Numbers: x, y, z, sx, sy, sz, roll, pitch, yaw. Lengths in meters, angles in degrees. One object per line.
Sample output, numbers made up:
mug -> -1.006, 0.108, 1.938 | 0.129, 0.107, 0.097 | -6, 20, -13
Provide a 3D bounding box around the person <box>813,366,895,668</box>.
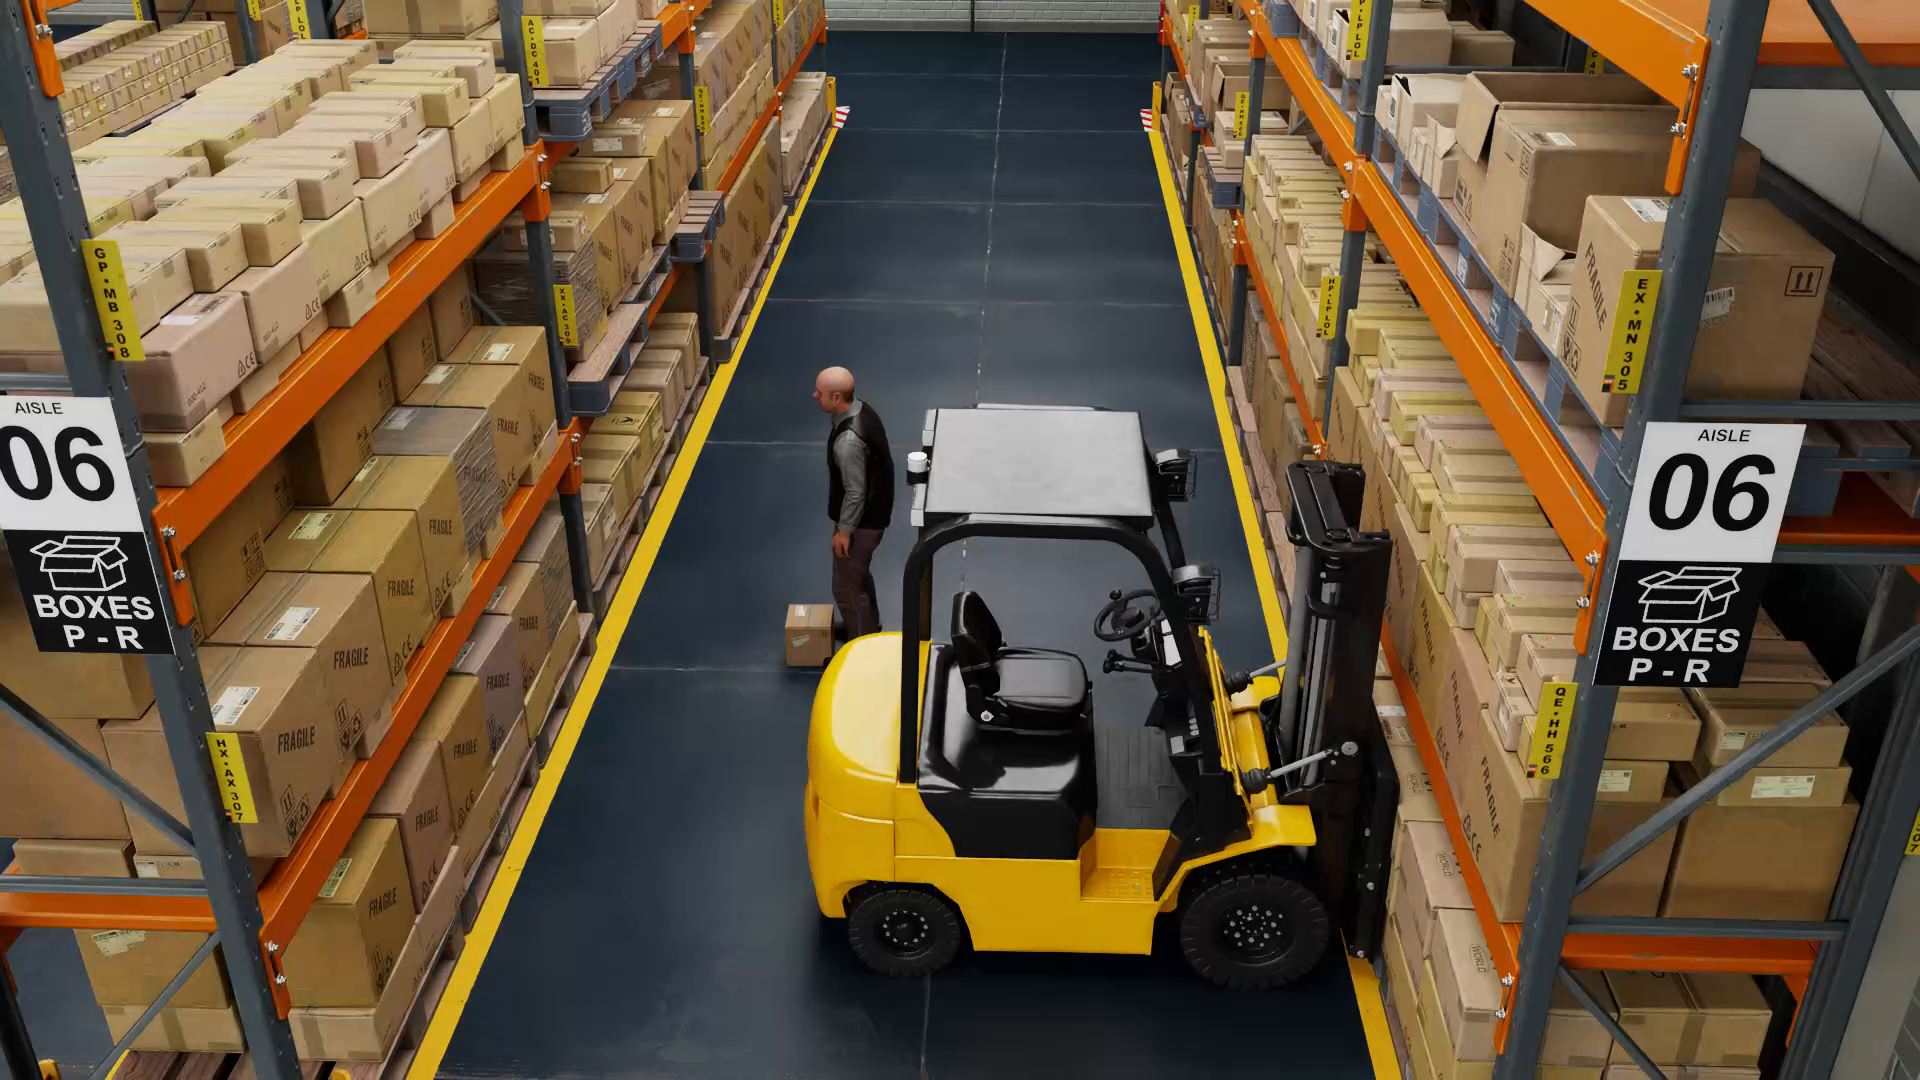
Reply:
person -> -0.550, -0.124, 8.881 | 0.413, 1.721, 0.581 | 1, 28, 1
